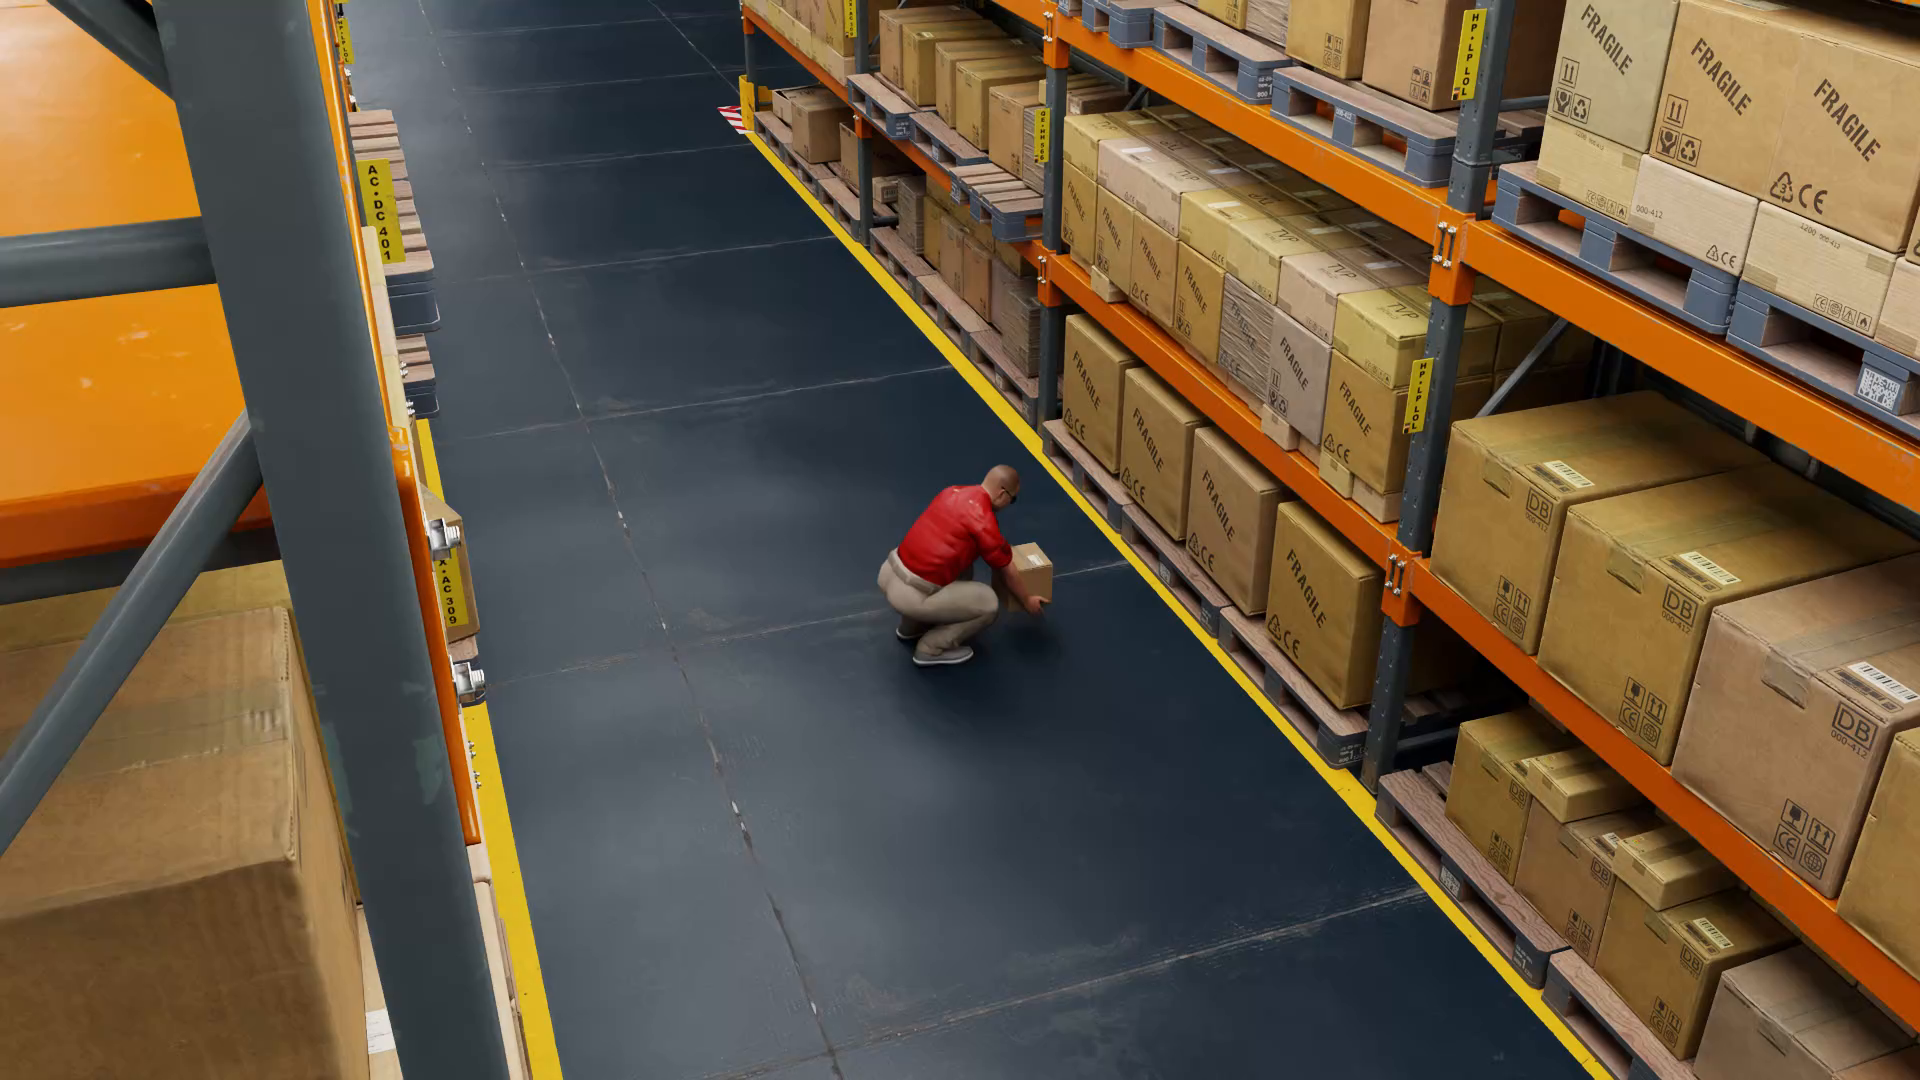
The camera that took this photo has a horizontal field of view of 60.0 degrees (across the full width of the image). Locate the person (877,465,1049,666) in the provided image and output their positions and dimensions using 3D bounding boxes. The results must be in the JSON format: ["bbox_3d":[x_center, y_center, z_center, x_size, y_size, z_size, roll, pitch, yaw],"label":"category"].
[{"bbox_3d":[0.007,0.116,8.710,0.888,0.985,0.541,-11,31,-18],"label":"person"}]
